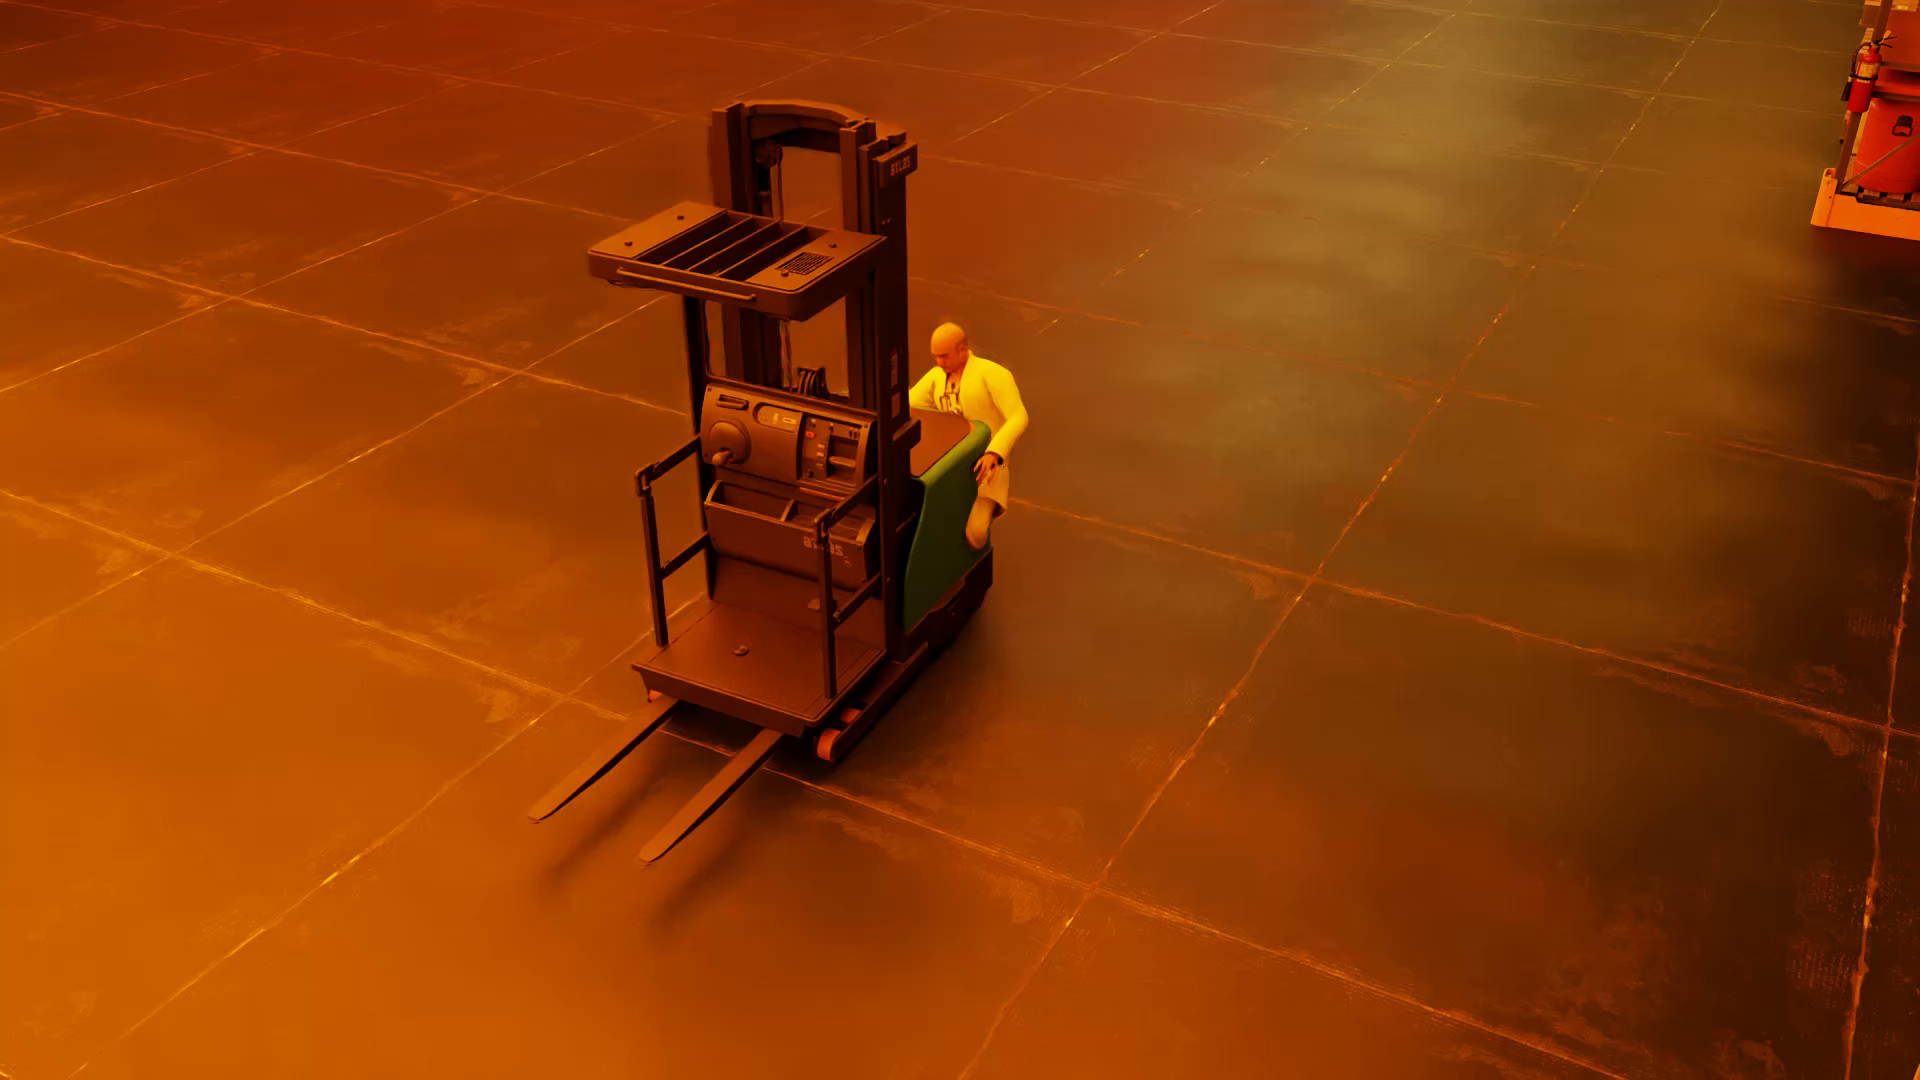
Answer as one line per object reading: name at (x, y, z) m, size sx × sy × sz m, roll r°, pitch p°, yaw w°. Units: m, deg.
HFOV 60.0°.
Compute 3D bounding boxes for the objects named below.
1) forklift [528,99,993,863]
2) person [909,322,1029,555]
forklift at (-0.939, -0.438, 7.830) m, size 1.130 × 2.935 × 3.031 m, roll 14°, pitch 33°, yaw 23°
person at (-0.113, -0.391, 9.091) m, size 0.899 × 1.543 × 0.802 m, roll 20°, pitch 36°, yaw 31°
